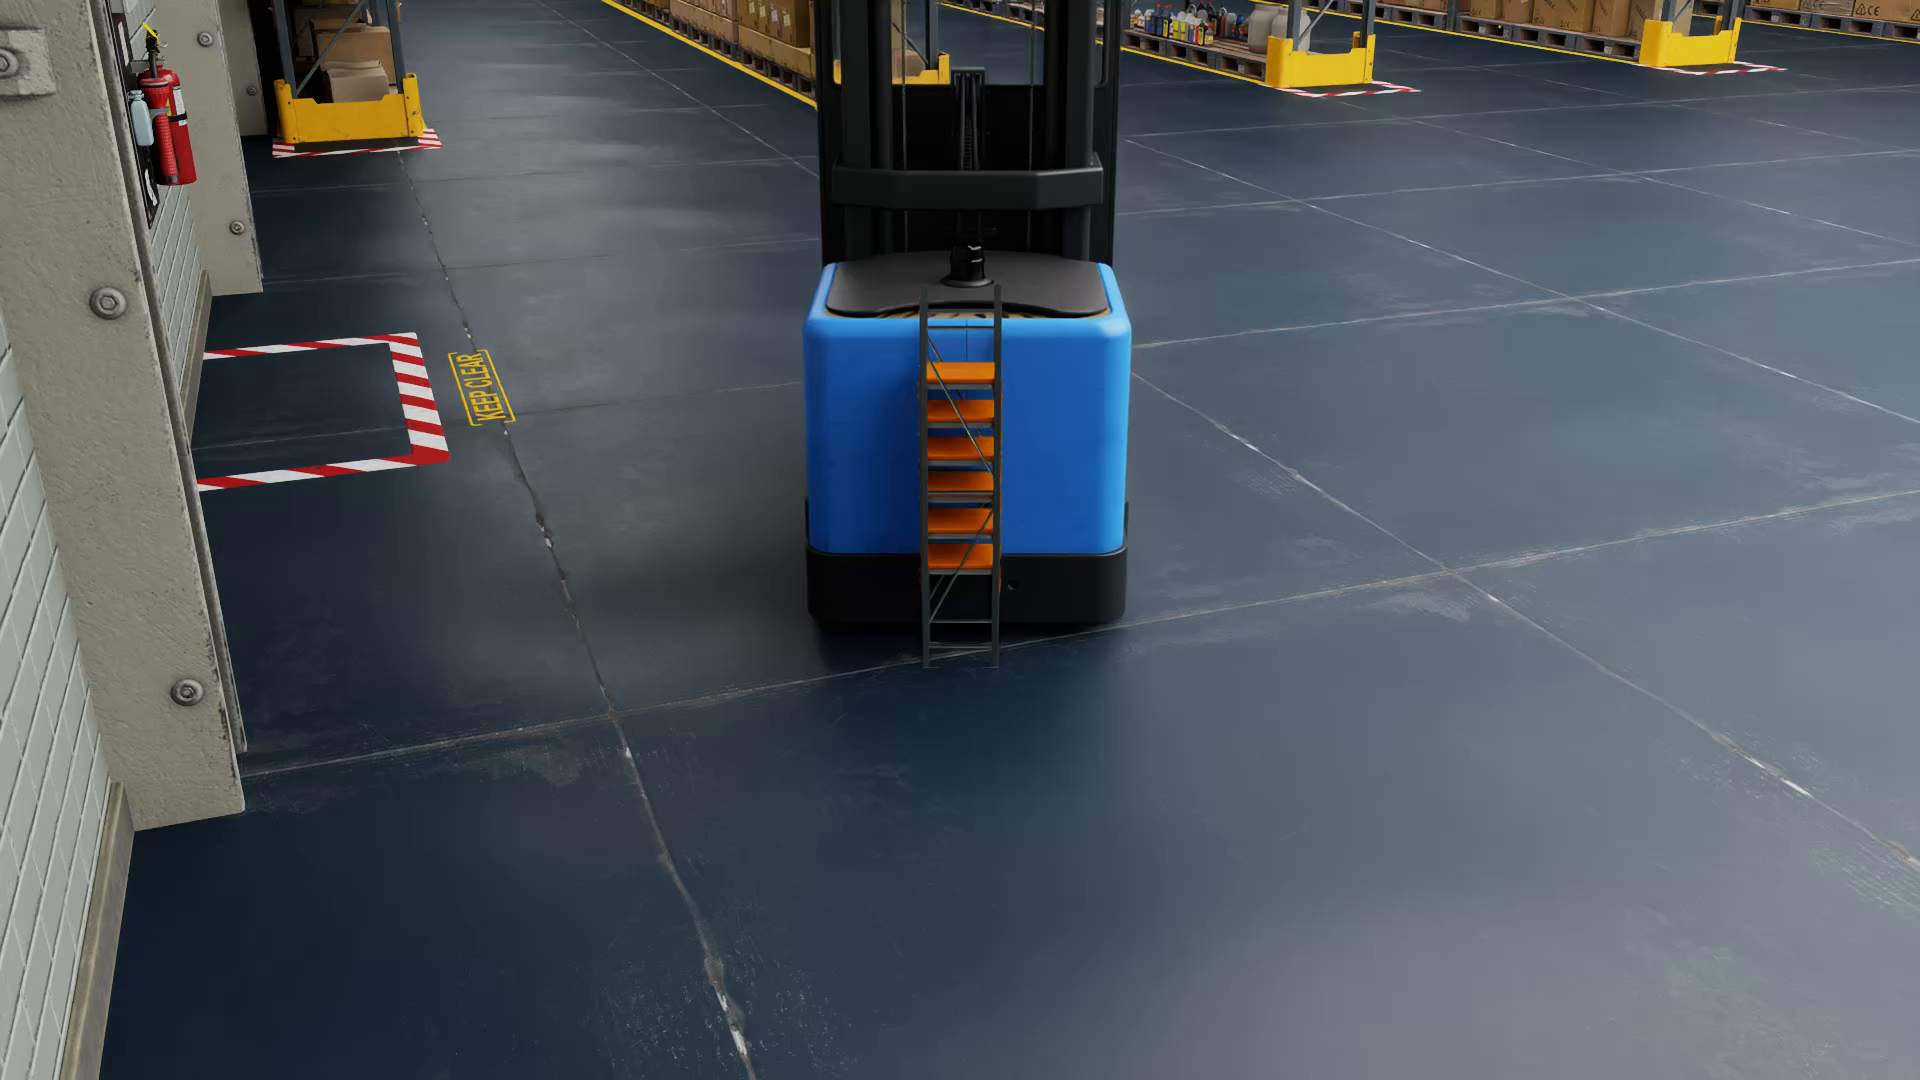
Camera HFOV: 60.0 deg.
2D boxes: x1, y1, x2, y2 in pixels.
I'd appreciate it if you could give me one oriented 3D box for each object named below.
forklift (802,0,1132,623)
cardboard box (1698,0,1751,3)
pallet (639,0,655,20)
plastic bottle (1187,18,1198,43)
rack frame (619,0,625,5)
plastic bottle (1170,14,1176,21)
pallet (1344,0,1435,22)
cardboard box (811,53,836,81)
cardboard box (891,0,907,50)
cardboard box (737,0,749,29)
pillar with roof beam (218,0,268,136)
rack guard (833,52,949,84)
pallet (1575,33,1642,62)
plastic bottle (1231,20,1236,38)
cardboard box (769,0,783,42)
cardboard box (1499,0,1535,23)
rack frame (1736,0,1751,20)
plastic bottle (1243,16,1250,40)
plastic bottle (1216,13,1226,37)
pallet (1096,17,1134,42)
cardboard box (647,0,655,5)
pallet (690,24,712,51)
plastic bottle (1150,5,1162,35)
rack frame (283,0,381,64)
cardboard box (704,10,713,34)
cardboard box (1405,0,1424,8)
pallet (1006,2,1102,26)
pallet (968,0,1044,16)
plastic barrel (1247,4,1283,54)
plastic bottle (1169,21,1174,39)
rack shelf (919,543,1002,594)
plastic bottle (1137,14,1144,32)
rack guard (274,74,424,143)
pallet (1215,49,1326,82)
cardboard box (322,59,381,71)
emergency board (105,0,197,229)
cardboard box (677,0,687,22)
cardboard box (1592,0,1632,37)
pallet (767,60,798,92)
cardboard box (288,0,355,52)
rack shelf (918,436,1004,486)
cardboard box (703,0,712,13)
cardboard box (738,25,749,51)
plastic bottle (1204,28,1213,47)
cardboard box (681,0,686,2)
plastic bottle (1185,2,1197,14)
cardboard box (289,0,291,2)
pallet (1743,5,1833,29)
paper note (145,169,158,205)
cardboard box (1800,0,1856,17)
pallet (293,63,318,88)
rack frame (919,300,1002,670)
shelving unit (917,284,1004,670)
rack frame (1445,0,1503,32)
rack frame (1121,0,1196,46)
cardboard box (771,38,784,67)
[{"bbox_3d":[0.029,-1.602,6.277,1.130,2.935,3.031,0,23,0],"label":"forklift"},{"bbox_3d":[11.525,-8.428,24.740,1.050,0.750,0.750,-8,24,-19],"label":"cardboard box"},{"bbox_3d":[-4.185,-7.944,24.825,1.003,0.211,1.213,-8,24,-19],"label":"pallet"},{"bbox_3d":[2.761,-5.982,19.520,0.152,0.276,0.135,-9,24,-20],"label":"plastic bottle"},{"bbox_3d":[-4.942,-9.963,26.026,1.000,3.000,0.127,-8,24,-19],"label":"rack frame"},{"bbox_3d":[2.570,-6.213,20.075,0.097,0.271,0.097,0,23,0],"label":"plastic bottle"},{"bbox_3d":[6.441,-7.856,24.617,1.003,0.211,1.213,-8,24,-19],"label":"pallet"},{"bbox_3d":[-1.169,-4.684,16.500,0.500,0.250,0.500,-8,24,-19],"label":"cardboard box"},{"bbox_3d":[-0.863,-5.282,16.953,0.500,0.500,0.500,-8,24,-19],"label":"cardboard box"},{"bbox_3d":[-2.245,-6.117,18.935,0.500,0.500,0.500,-8,24,-19],"label":"cardboard box"},{"bbox_3d":[-2.365,-8.413,14.623,9.100,9.000,0.400,-8,24,-19],"label":"pillar with roof beam"},{"bbox_3d":[-0.695,-4.442,16.146,1.175,0.500,0.348,-8,24,-19],"label":"rack guard"},{"bbox_3d":[8.285,-6.003,20.222,1.003,0.211,1.213,-8,24,-19],"label":"pallet"},{"bbox_3d":[3.319,-6.167,20.057,0.097,0.201,0.097,0,23,0],"label":"plastic bottle"},{"bbox_3d":[-1.713,-5.572,17.642,0.500,0.500,0.500,-8,24,-19],"label":"cardboard box"},{"bbox_3d":[7.466,-7.098,21.906,0.500,0.500,0.500,-1,23,-2],"label":"cardboard box"},{"bbox_3d":[11.829,-9.058,23.879,1.000,3.000,0.127,-8,24,-19],"label":"rack frame"},{"bbox_3d":[3.427,-6.089,19.781,0.097,0.271,0.097,0,23,0],"label":"plastic bottle"},{"bbox_3d":[3.152,-6.230,20.099,0.061,0.283,0.133,-8,24,-19],"label":"plastic bottle"},{"bbox_3d":[2.205,-6.730,21.945,1.003,0.211,1.213,-8,24,-19],"label":"pallet"},{"bbox_3d":[-4.262,-8.056,24.154,0.500,0.500,0.500,-9,25,-21],"label":"cardboard box"},{"bbox_3d":[-2.848,-6.478,21.347,1.003,0.211,1.213,-8,24,-19],"label":"pallet"},{"bbox_3d":[2.416,-6.366,20.337,0.144,0.351,0.185,-8,24,-18],"label":"plastic bottle"},{"bbox_3d":[-6.749,-6.375,17.514,1.000,3.000,0.127,-8,24,-19],"label":"rack frame"},{"bbox_3d":[-2.892,-6.463,20.723,0.500,0.250,0.500,-8,24,-18],"label":"cardboard box"},{"bbox_3d":[6.805,-7.867,23.705,0.700,0.500,0.500,-8,24,-19],"label":"cardboard box"},{"bbox_3d":[1.343,-7.616,24.048,1.003,0.211,1.213,-8,24,-19],"label":"pallet"},{"bbox_3d":[0.788,-8.184,25.395,1.003,0.211,1.213,-8,24,-19],"label":"pallet"},{"bbox_3d":[3.451,-5.739,18.667,0.421,0.512,0.421,0,23,0],"label":"plastic barrel"},{"bbox_3d":[2.561,-6.123,19.951,0.097,0.201,0.097,0,23,0],"label":"plastic bottle"},{"bbox_3d":[0.002,0.085,5.236,0.258,0.103,0.180,0,23,0],"label":"rack shelf"},{"bbox_3d":[2.257,-6.435,20.692,0.097,0.201,0.097,0,23,0],"label":"plastic bottle"},{"bbox_3d":[-5.363,-3.798,14.616,1.175,0.500,0.348,-8,24,-19],"label":"rack guard"},{"bbox_3d":[3.579,-5.313,18.584,1.003,0.211,1.213,-8,24,-19],"label":"pallet"},{"bbox_3d":[-5.698,-4.356,15.619,0.500,0.311,0.500,-6,24,-15],"label":"cardboard box"},{"bbox_3d":[-3.436,-1.974,7.072,0.194,1.169,0.643,-8,24,-19],"label":"emergency board"},{"bbox_3d":[-3.441,-7.023,22.050,0.500,0.250,0.500,-9,24,-20],"label":"cardboard box"},{"bbox_3d":[8.118,-6.444,20.355,0.500,0.500,0.500,-2,23,-5],"label":"cardboard box"},{"bbox_3d":[-1.440,-5.033,17.918,1.003,0.211,1.213,-8,24,-19],"label":"pallet"},{"bbox_3d":[-7.254,-5.872,18.972,0.700,0.500,0.500,-9,24,-20],"label":"cardboard box"},{"bbox_3d":[0.002,-0.247,5.096,0.258,0.103,0.180,0,23,0],"label":"rack shelf"},{"bbox_3d":[-2.891,-6.719,20.606,0.500,0.311,0.500,-8,24,-19],"label":"cardboard box"},{"bbox_3d":[-2.236,-5.773,19.084,0.500,0.250,0.500,-8,24,-19],"label":"cardboard box"},{"bbox_3d":[2.873,-5.802,19.189,0.097,0.201,0.097,0,23,0],"label":"plastic bottle"},{"bbox_3d":[-3.426,-7.274,21.924,0.500,0.311,0.500,-9,24,-20],"label":"cardboard box"},{"bbox_3d":[2.881,-6.502,20.660,0.144,0.351,0.185,-8,24,-19],"label":"plastic bottle"},{"bbox_3d":[-7.786,-6.422,20.276,0.700,0.500,0.500,-8,24,-19],"label":"cardboard box"},{"bbox_3d":[12.024,-7.486,23.739,1.003,0.211,1.213,-8,24,-19],"label":"pallet"},{"bbox_3d":[-3.438,-1.495,7.068,0.016,0.148,0.142,-8,24,-19],"label":"paper note"},{"bbox_3d":[12.307,-7.707,22.869,0.875,0.875,0.875,-8,24,-19],"label":"cardboard box"},{"bbox_3d":[-6.479,-4.851,17.488,1.003,0.211,1.213,-8,24,-19],"label":"pallet"},{"bbox_3d":[0.002,-0.142,5.041,0.240,1.200,0.006,0,23,0],"label":"rack frame"},{"bbox_3d":[0.002,-0.177,5.125,0.258,1.200,0.189,0,23,0],"label":"shelving unit"},{"bbox_3d":[7.153,-8.414,22.351,1.000,3.000,0.127,-8,24,-19],"label":"rack frame"},{"bbox_3d":[2.519,-7.735,20.739,1.000,3.000,0.127,-8,24,-19],"label":"rack frame"},{"bbox_3d":[-1.710,-5.227,17.789,0.500,0.250,0.500,-8,24,-19],"label":"cardboard box"}]
